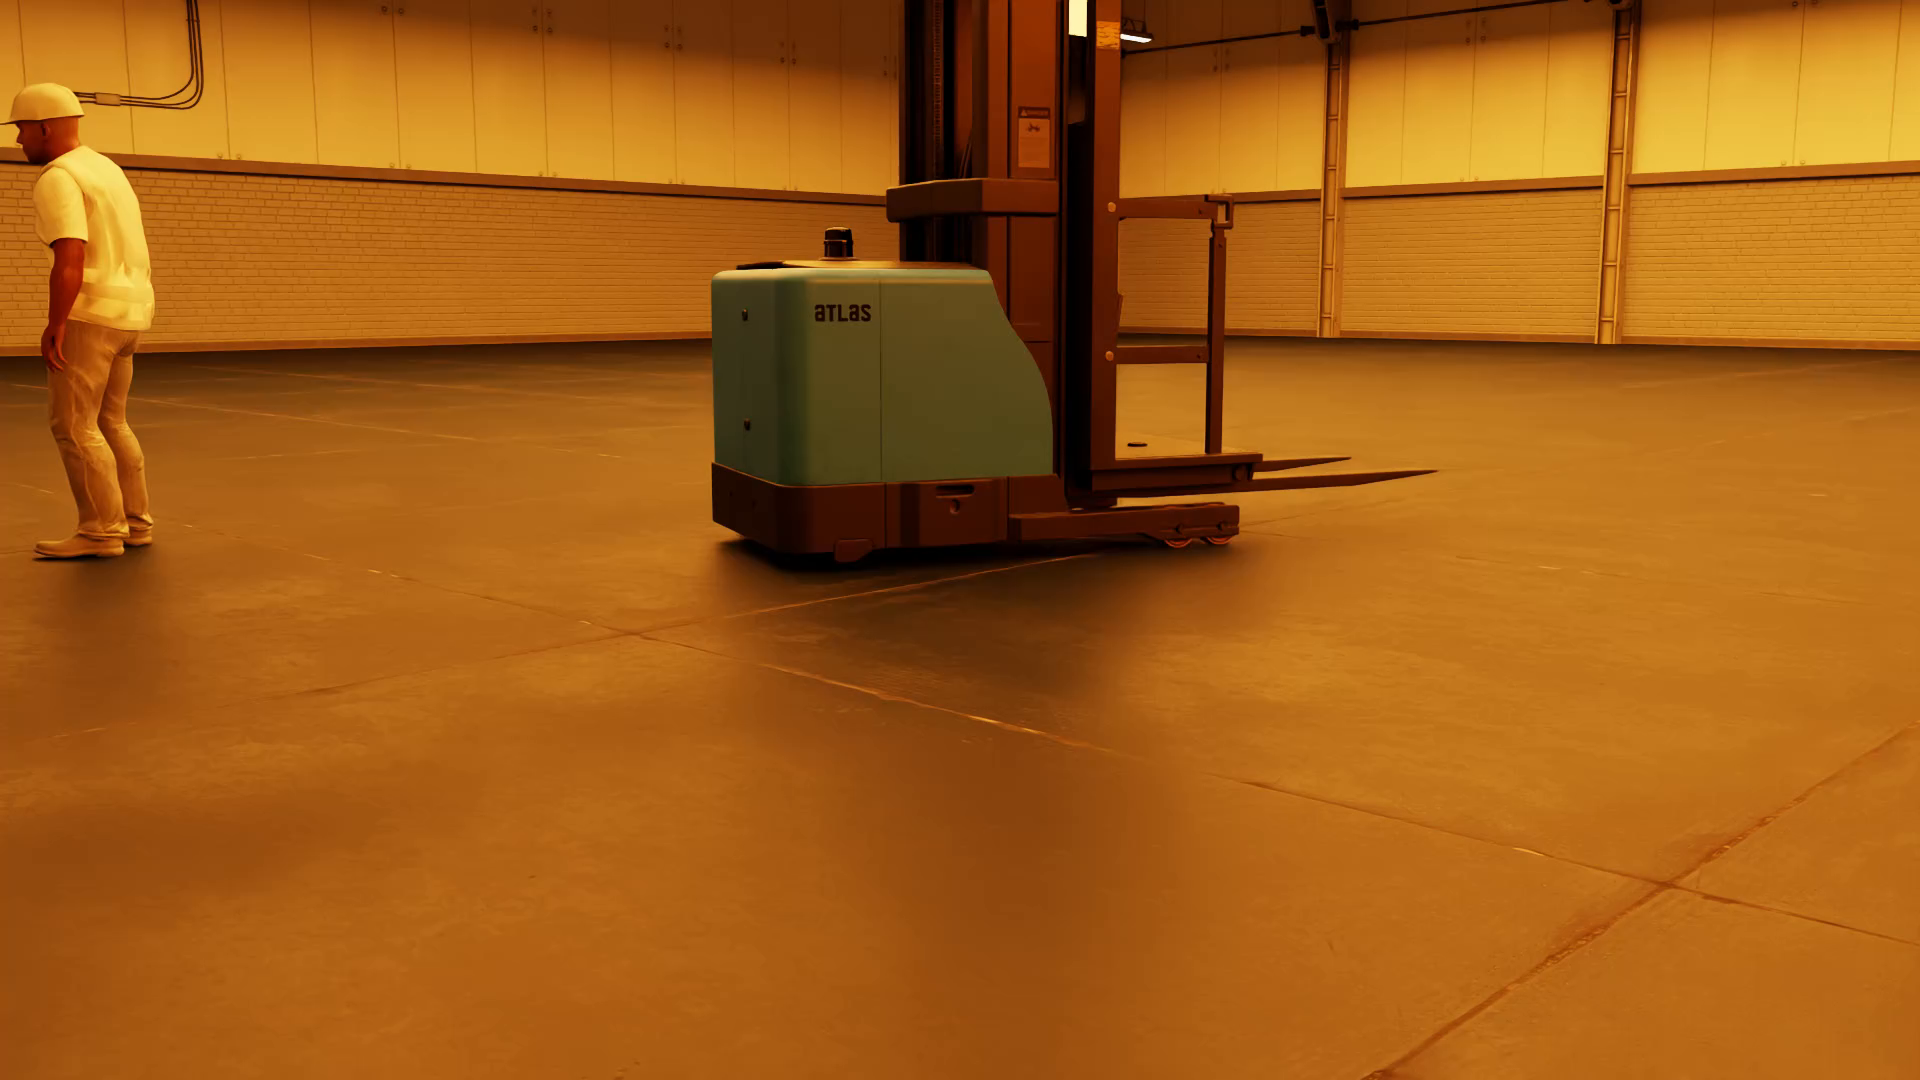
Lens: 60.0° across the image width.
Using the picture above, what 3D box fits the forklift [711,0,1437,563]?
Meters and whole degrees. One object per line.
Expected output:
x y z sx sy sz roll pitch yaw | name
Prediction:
0.559 -1.486 6.742 3.031 2.935 1.130 -4 9 -23 | forklift

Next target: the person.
-3.318 -0.823 6.302 0.462 1.755 0.626 -1 9 -5 | person
